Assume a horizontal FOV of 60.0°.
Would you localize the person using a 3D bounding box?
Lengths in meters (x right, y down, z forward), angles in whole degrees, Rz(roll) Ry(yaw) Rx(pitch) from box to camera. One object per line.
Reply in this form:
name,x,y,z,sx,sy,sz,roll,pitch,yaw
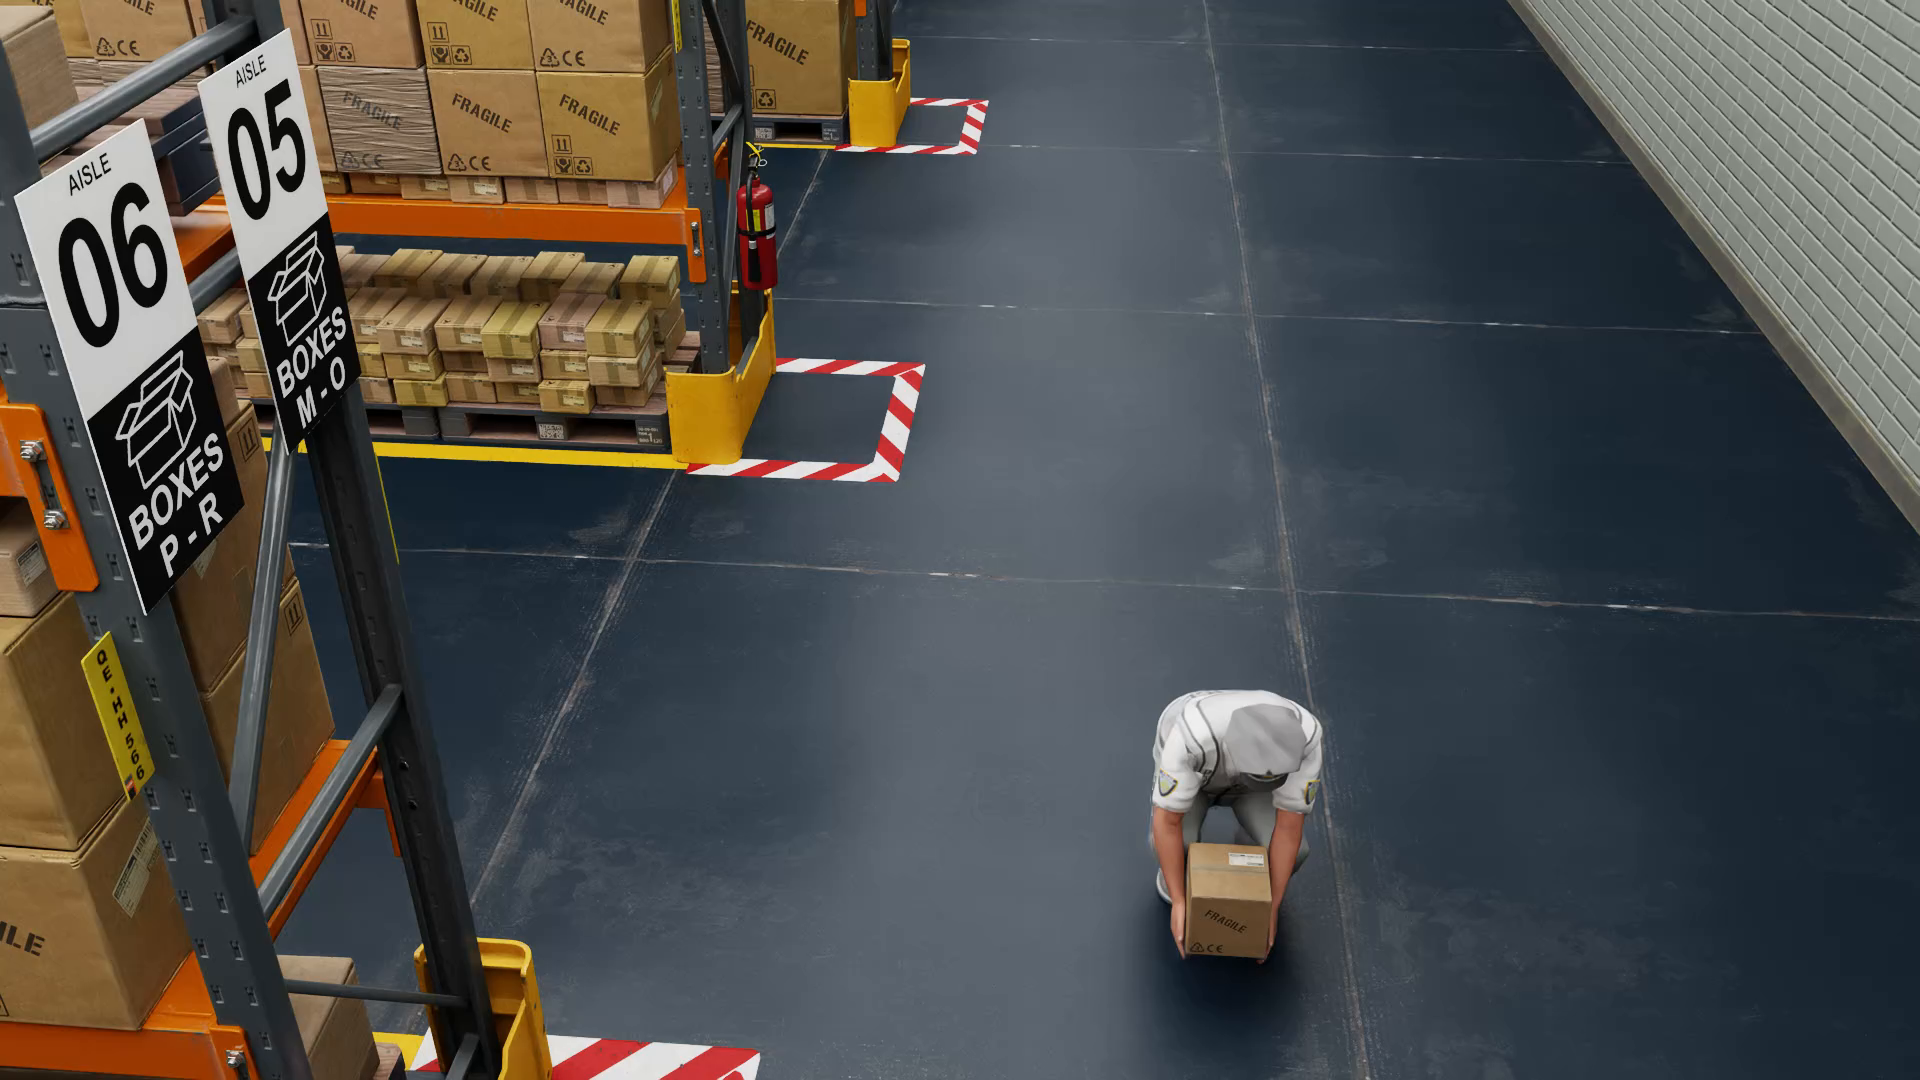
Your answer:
person,0.899,0.820,5.519,0.536,1.016,0.903,2,32,3
